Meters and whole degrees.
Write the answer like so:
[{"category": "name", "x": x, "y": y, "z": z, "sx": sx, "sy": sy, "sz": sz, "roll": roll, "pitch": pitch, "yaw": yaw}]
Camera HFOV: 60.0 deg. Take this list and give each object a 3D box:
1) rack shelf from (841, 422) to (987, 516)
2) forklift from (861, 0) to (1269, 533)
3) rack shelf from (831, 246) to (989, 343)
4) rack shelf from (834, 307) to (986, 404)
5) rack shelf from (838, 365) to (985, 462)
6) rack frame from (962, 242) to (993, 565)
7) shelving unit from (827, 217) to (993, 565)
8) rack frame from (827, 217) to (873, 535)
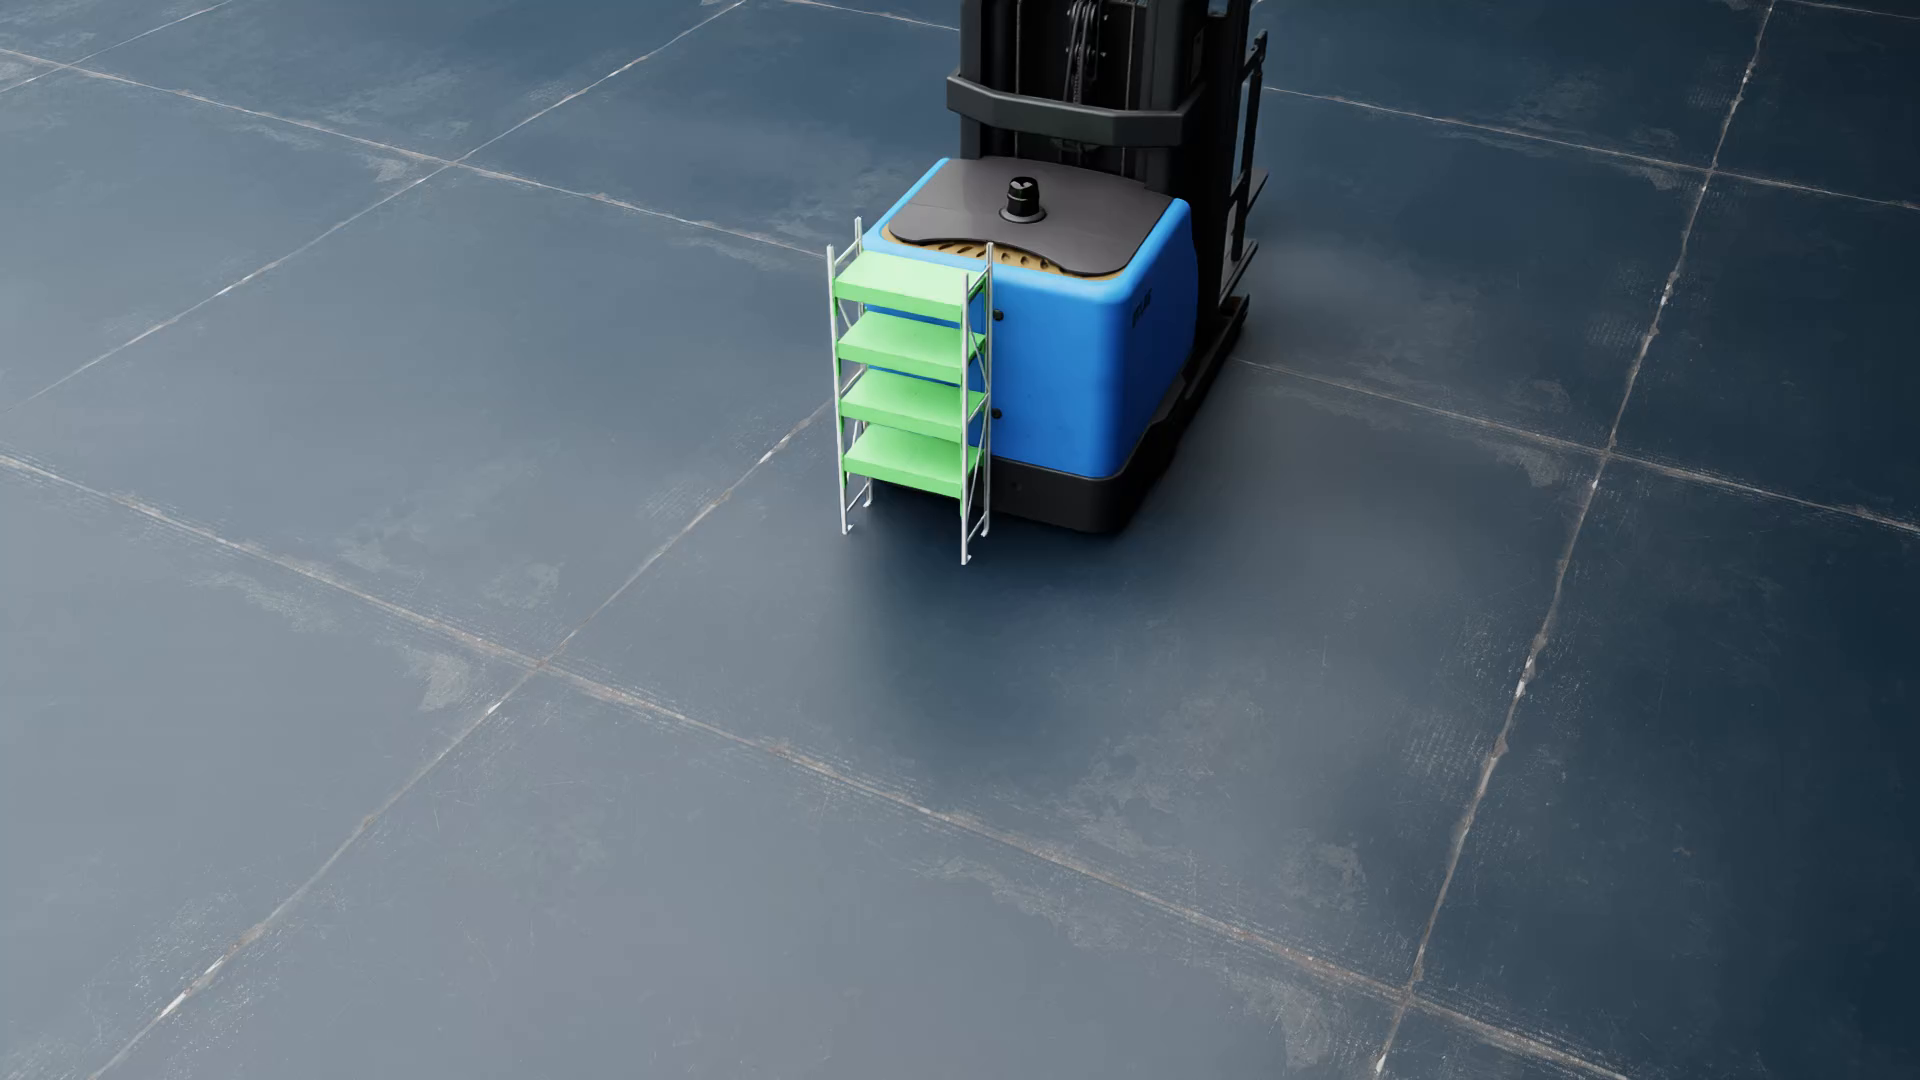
[{"category": "rack shelf", "x": -0.166, "y": -0.267, "z": 6.112, "sx": 0.480, "sy": 0.148, "sz": 0.258, "roll": 14, "pitch": 39, "yaw": 18}, {"category": "forklift", "x": 0.653, "y": -2.082, "z": 6.568, "sx": 1.130, "sy": 2.935, "sz": 3.031, "roll": 14, "pitch": 39, "yaw": 18}, {"category": "rack shelf", "x": -0.166, "y": -0.840, "z": 5.676, "sx": 0.480, "sy": 0.148, "sz": 0.258, "roll": 14, "pitch": 39, "yaw": 18}, {"category": "rack shelf", "x": -0.166, "y": -0.649, "z": 5.821, "sx": 0.480, "sy": 0.148, "sz": 0.258, "roll": 14, "pitch": 39, "yaw": 18}, {"category": "rack shelf", "x": -0.166, "y": -0.458, "z": 5.967, "sx": 0.480, "sy": 0.148, "sz": 0.258, "roll": 14, "pitch": 39, "yaw": 18}, {"category": "rack frame", "x": 0.059, "y": -0.453, "z": 5.854, "sx": 0.015, "sy": 1.200, "sz": 0.240, "roll": 14, "pitch": 39, "yaw": 18}, {"category": "shelving unit", "x": -0.166, "y": -0.509, "z": 5.928, "sx": 0.503, "sy": 1.200, "sz": 0.258, "roll": 14, "pitch": 39, "yaw": 18}, {"category": "rack frame", "x": -0.392, "y": -0.565, "z": 6.002, "sx": 0.015, "sy": 1.200, "sz": 0.240, "roll": 14, "pitch": 39, "yaw": 18}]
